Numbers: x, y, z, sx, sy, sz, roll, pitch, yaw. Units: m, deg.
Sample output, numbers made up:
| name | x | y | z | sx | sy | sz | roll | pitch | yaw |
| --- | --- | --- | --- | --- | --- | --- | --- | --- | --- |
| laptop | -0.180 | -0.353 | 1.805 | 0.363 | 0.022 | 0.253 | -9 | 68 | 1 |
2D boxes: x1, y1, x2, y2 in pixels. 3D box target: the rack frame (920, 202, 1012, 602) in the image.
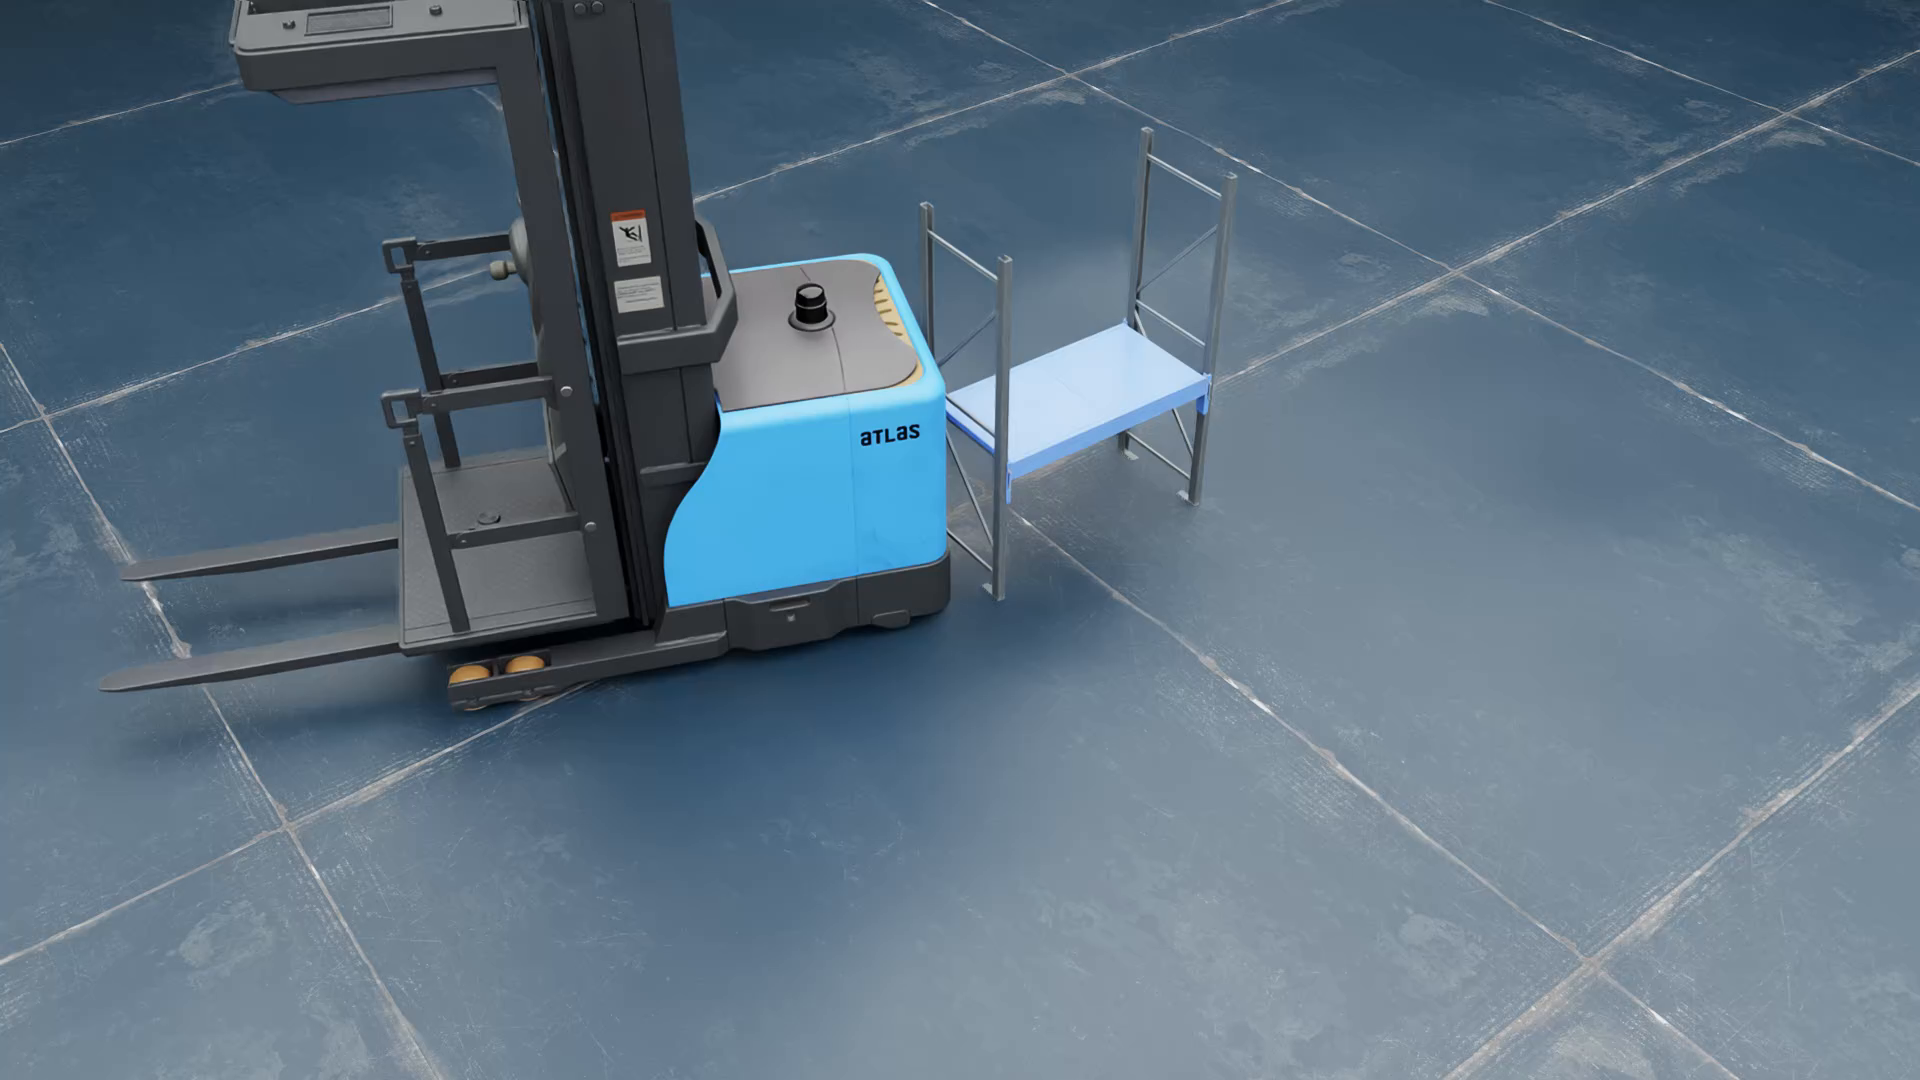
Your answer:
| name | x | y | z | sx | sy | sz | roll | pitch | yaw |
| --- | --- | --- | --- | --- | --- | --- | --- | --- | --- |
| rack frame | 0.016 | -0.473 | 6.145 | 0.032 | 1.500 | 0.500 | -25 | 45 | -27 |

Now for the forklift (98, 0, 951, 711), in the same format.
| name | x | y | z | sx | sy | sz | roll | pitch | yaw |
| --- | --- | --- | --- | --- | --- | --- | --- | --- | --- |
| forklift | -1.611 | -0.891 | 5.525 | 3.031 | 2.935 | 1.130 | -10 | 40 | -11 |

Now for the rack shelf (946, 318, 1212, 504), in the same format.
| name | x | y | z | sx | sy | sz | roll | pitch | yaw |
| --- | --- | --- | --- | --- | --- | --- | --- | --- | --- |
| rack shelf | 0.429 | -0.523 | 6.489 | 1.000 | 0.185 | 0.538 | -25 | 45 | -27 |

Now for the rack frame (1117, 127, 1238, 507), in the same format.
| name | x | y | z | sx | sy | sz | roll | pitch | yaw |
| --- | --- | --- | --- | --- | --- | --- | --- | --- | --- |
| rack frame | 0.841 | -0.851 | 6.604 | 0.032 | 1.500 | 0.500 | -25 | 45 | -27 |

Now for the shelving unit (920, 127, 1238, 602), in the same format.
| name | x | y | z | sx | sy | sz | roll | pitch | yaw |
| --- | --- | --- | --- | --- | --- | --- | --- | --- | --- |
| shelving unit | 0.429 | -0.662 | 6.374 | 1.048 | 1.500 | 0.538 | -25 | 45 | -27 |
